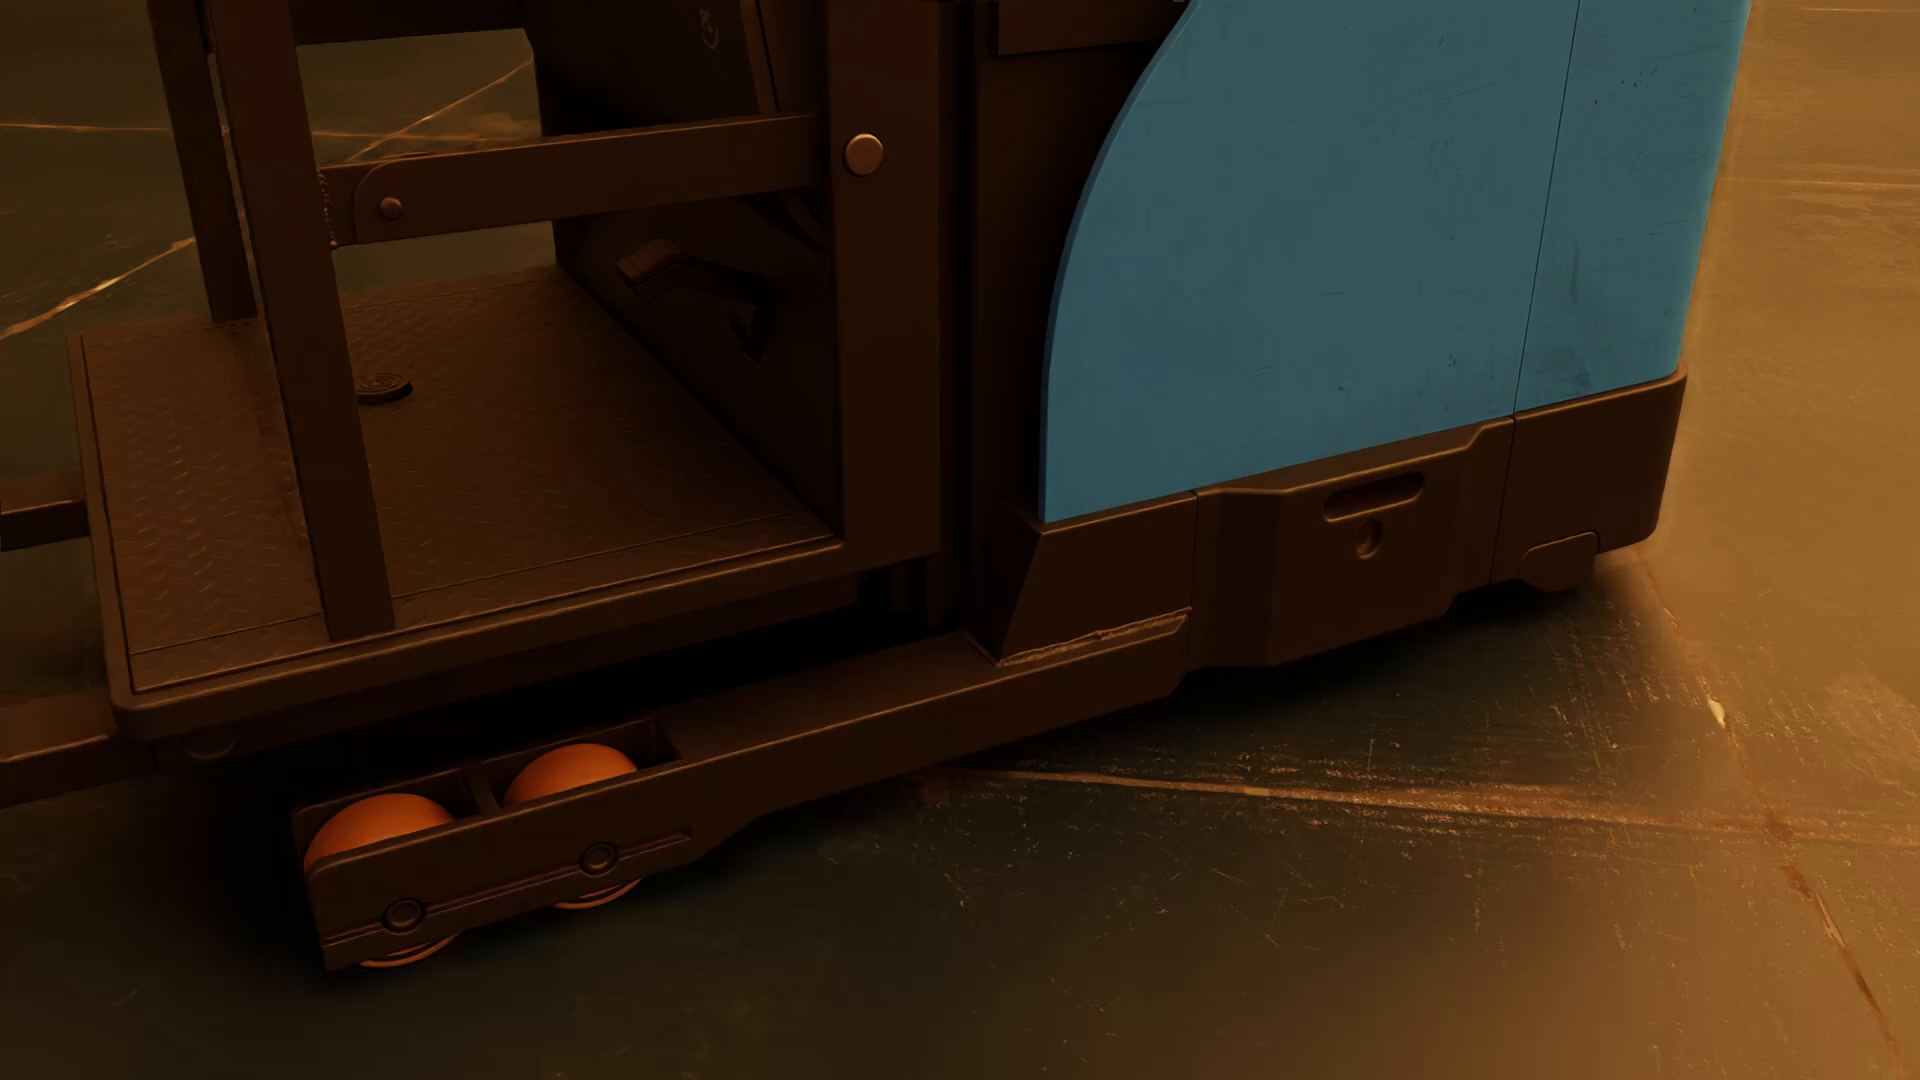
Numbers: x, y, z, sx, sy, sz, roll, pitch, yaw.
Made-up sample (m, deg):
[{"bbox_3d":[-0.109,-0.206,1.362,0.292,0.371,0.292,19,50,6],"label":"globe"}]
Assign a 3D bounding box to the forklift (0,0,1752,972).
[{"bbox_3d":[-0.545,-1.158,1.538,3.031,2.935,1.130,-13,29,-25],"label":"forklift"}]
